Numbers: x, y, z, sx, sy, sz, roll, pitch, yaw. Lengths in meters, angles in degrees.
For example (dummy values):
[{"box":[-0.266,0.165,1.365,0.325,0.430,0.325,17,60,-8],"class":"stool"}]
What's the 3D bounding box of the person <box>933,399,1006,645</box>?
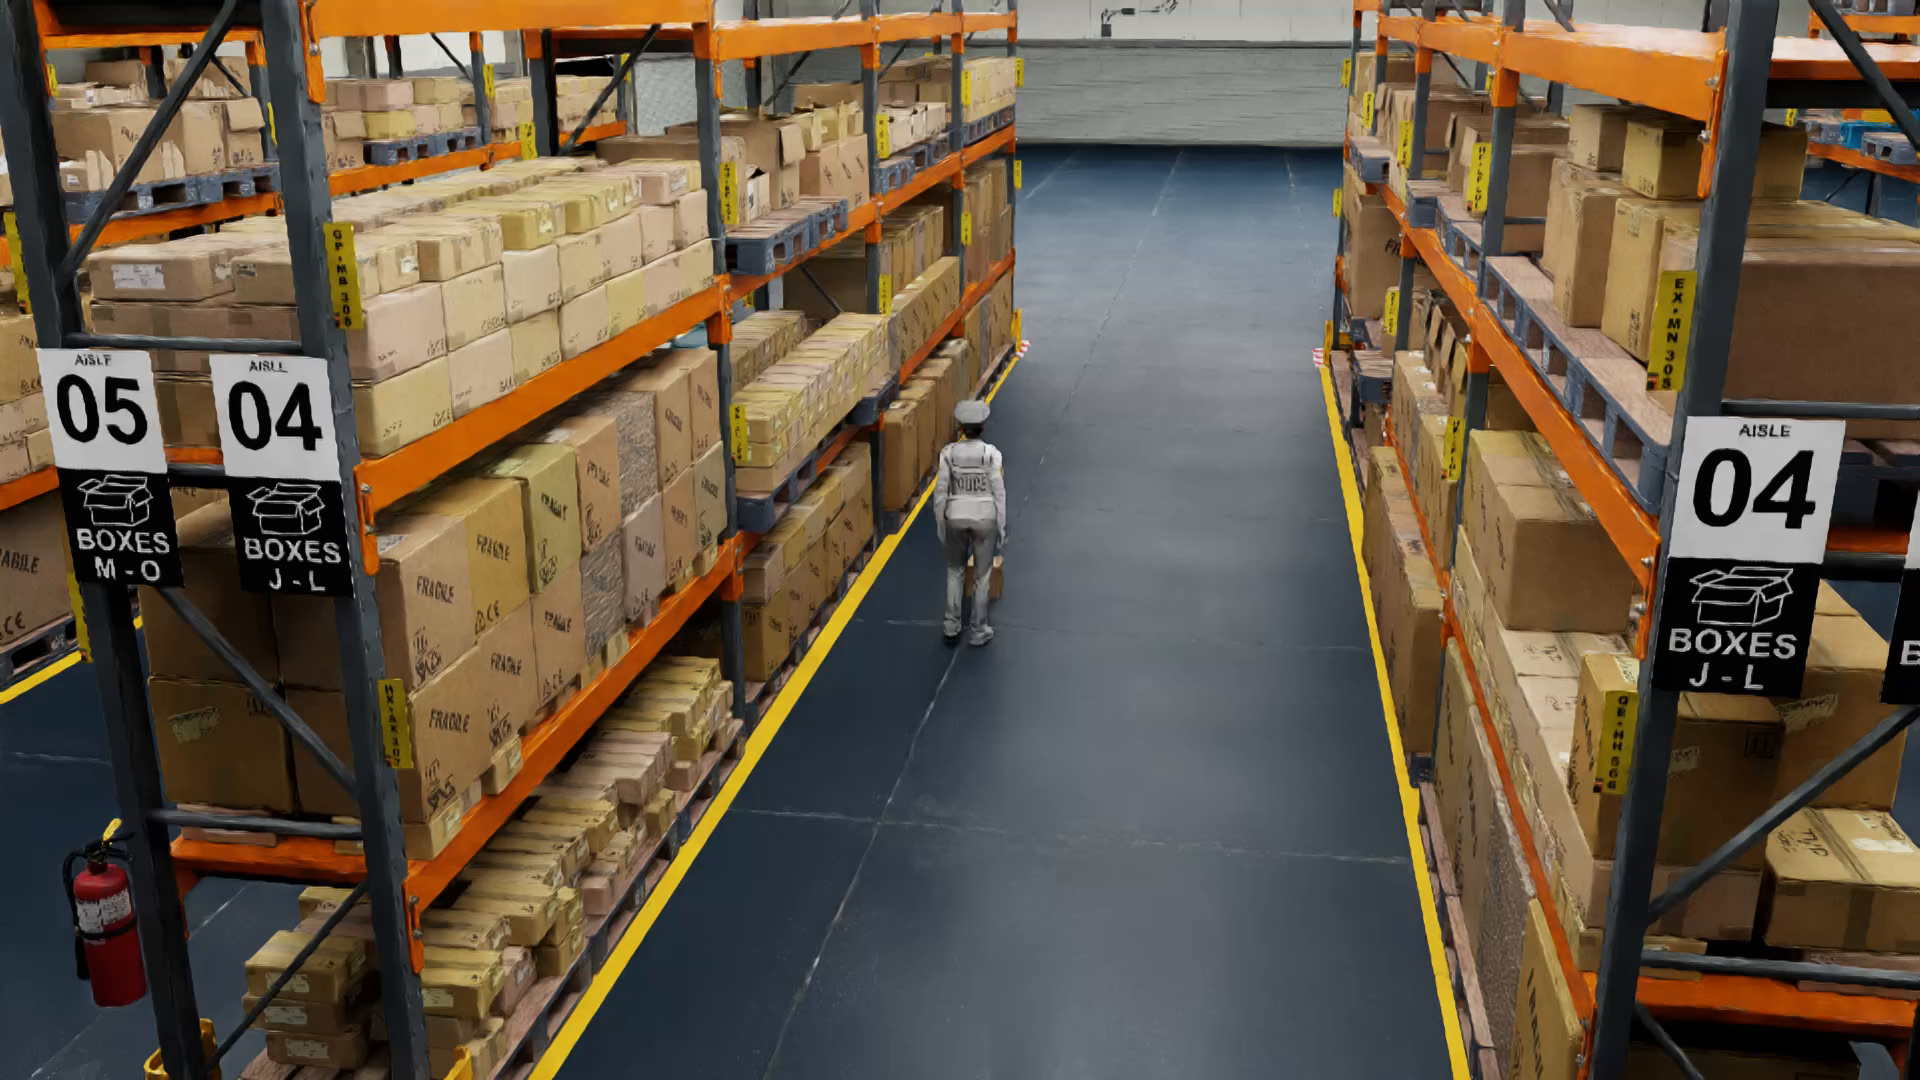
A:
[{"box":[0.069,-0.127,11.364,0.507,1.683,0.363,4,18,12],"class":"person"}]
